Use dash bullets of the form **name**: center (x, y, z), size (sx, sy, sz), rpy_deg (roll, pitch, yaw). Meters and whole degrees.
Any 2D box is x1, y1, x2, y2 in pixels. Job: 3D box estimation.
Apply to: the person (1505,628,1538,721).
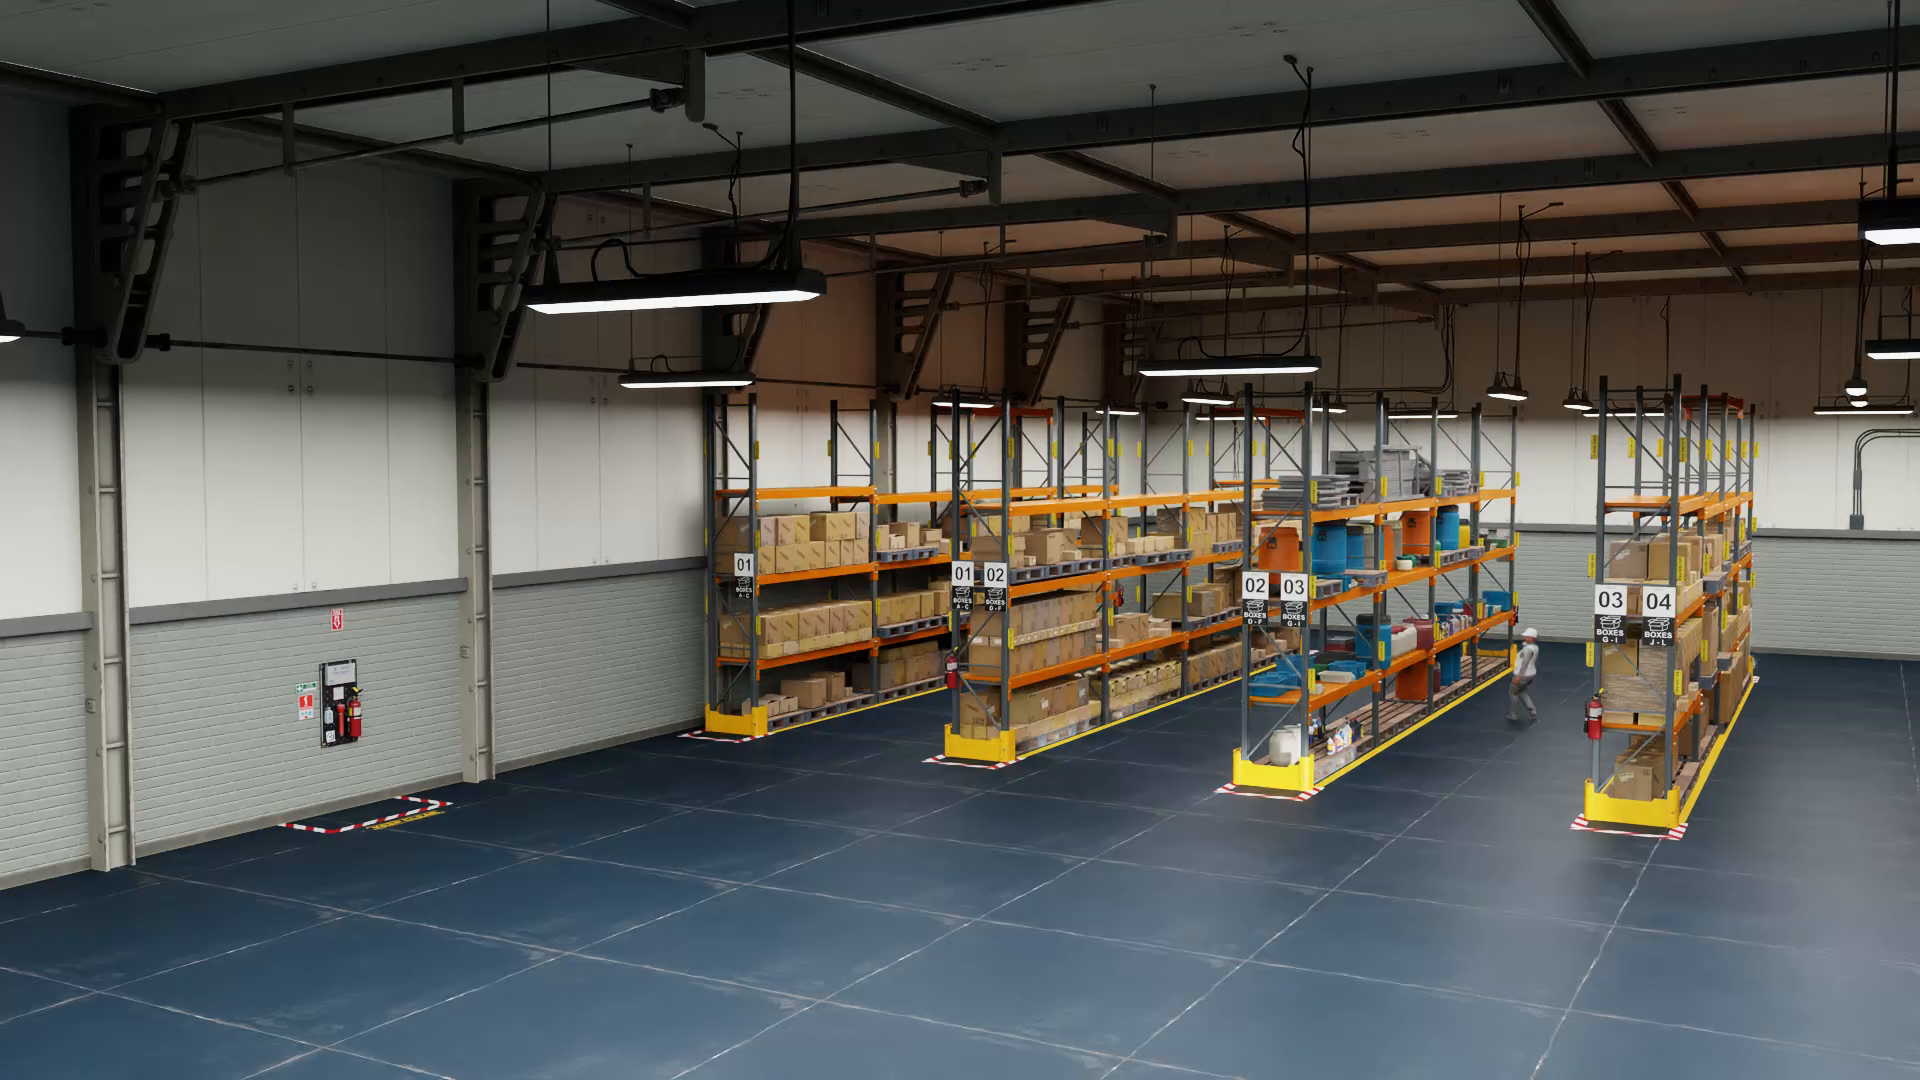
- **person**: center (10.368, 2.499, 30.773), size (0.544, 1.758, 0.629), rpy_deg (-3, 4, -42)
